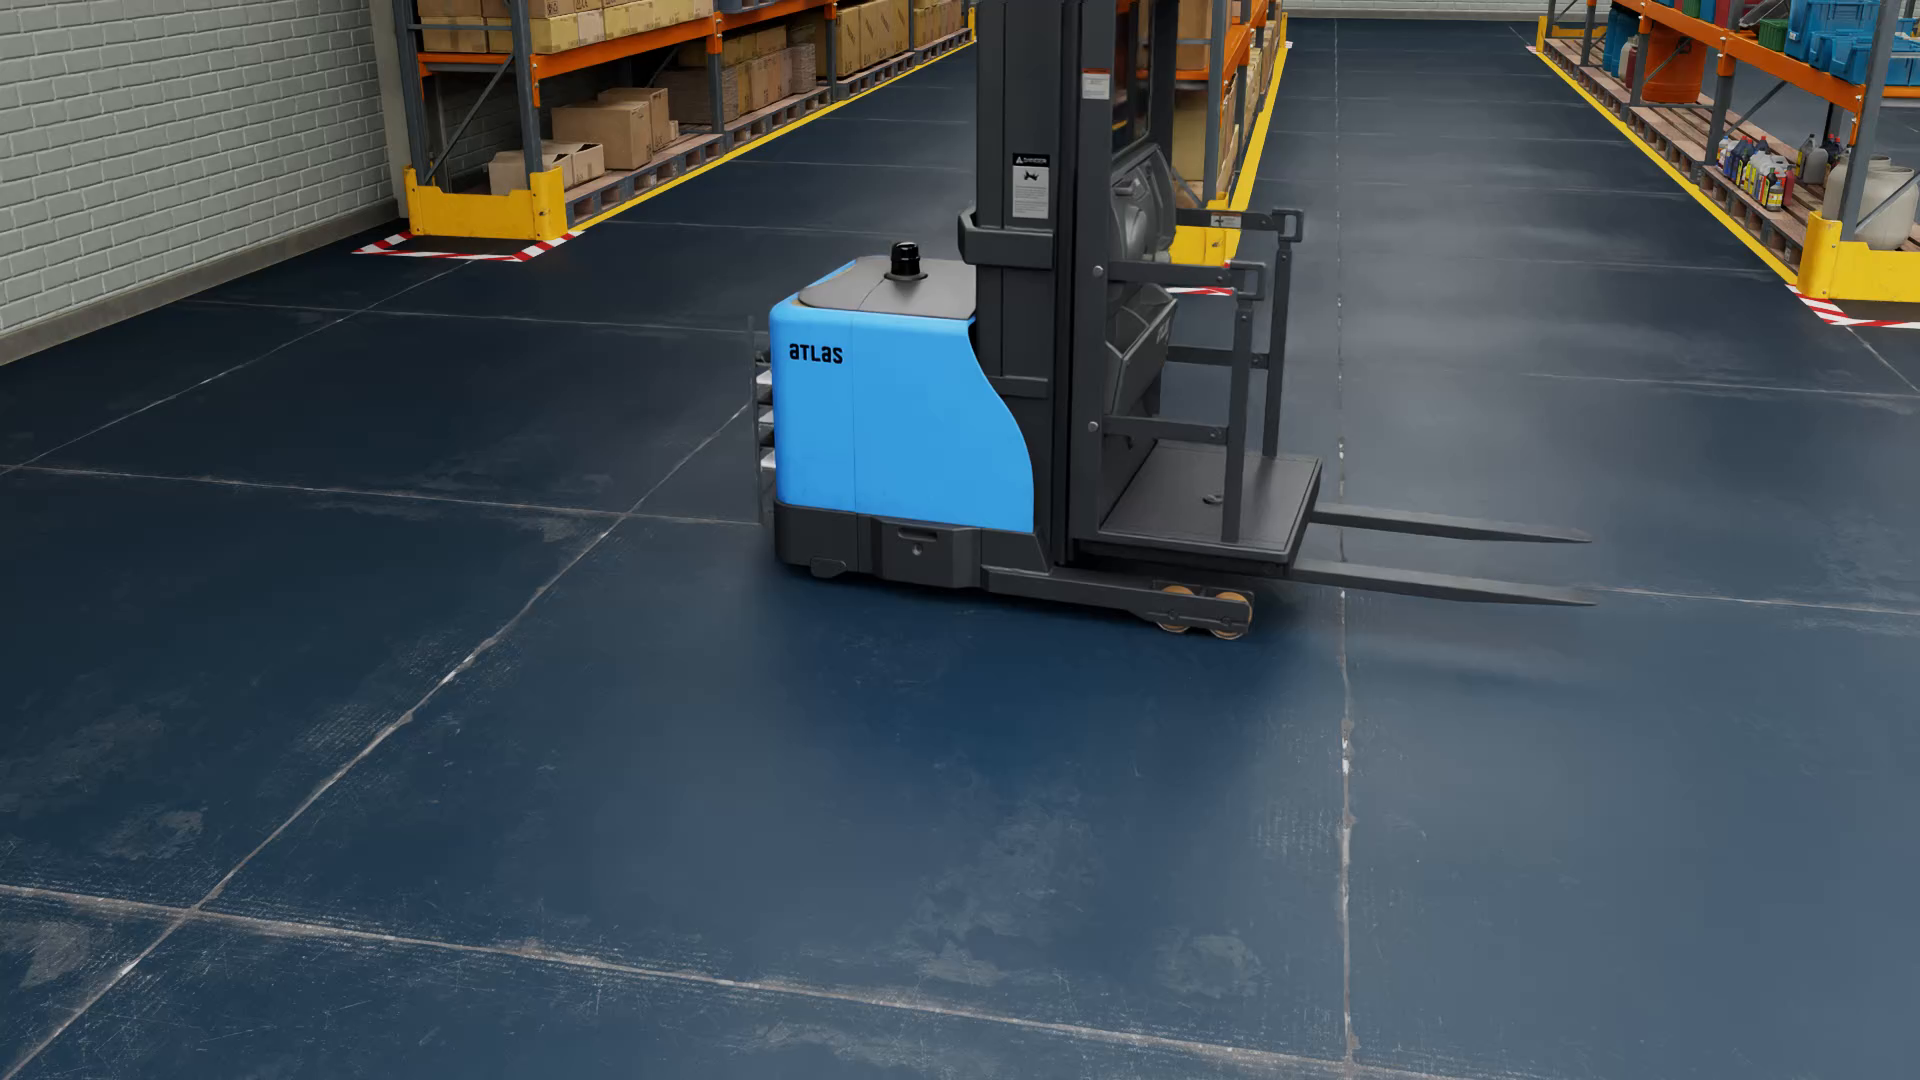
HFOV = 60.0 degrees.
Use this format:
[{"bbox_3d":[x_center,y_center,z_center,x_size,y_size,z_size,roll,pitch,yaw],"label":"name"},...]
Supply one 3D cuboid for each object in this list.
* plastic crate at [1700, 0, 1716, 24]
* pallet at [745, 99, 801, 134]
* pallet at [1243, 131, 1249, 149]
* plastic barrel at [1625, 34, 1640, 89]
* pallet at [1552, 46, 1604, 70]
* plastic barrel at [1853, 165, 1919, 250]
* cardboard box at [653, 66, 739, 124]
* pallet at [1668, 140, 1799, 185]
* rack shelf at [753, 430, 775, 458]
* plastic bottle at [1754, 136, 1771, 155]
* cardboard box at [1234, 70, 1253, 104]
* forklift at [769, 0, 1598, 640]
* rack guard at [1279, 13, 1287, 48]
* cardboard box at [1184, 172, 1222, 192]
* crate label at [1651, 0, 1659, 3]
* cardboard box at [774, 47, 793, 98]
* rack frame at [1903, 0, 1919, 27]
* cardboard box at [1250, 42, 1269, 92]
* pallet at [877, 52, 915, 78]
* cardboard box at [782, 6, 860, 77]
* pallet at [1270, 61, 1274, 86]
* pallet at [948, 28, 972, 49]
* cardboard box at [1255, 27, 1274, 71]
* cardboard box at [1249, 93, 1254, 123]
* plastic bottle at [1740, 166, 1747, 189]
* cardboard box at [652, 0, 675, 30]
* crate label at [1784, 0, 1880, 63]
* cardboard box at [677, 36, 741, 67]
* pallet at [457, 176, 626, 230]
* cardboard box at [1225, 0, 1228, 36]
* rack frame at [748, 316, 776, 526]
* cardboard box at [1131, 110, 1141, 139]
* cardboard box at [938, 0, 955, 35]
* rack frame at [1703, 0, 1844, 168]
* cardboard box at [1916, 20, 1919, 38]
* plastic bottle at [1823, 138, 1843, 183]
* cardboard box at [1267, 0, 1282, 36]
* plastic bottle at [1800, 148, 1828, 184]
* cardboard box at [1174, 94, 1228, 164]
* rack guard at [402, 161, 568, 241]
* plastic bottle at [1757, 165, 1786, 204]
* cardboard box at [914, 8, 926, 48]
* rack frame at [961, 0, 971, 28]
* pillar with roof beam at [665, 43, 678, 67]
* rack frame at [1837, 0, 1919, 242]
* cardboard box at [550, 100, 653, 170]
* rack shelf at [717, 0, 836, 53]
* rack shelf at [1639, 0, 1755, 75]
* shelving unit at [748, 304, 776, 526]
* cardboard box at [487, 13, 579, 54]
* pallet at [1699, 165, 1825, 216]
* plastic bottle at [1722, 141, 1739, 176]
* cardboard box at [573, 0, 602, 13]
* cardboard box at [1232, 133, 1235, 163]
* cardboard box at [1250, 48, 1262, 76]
[{"bbox_3d":[6.841,-4.823,14.835,0.392,0.384,0.575,4,22,11],"label":"plastic crate"},{"bbox_3d":[-2.374,-4.597,17.986,1.003,0.211,1.213,4,22,11],"label":"pallet"},{"bbox_3d":[2.431,-4.209,17.021,1.003,0.211,1.213,4,22,11],"label":"pallet"},{"bbox_3d":[8.050,-5.536,19.249,0.600,0.588,0.708,4,22,11],"label":"plastic barrel"},{"bbox_3d":[8.911,-6.755,23.343,1.003,0.211,1.213,4,22,11],"label":"pallet"},{"bbox_3d":[6.164,-2.228,11.138,0.421,0.512,0.421,0,22,0],"label":"plastic barrel"},{"bbox_3d":[-2.644,-4.473,16.703,0.700,0.500,0.500,5,23,13],"label":"cardboard box"},{"bbox_3d":[7.042,-3.400,15.013,1.003,0.211,1.213,4,22,11],"label":"pallet"},{"bbox_3d":[-0.703,-0.392,6.951,0.258,0.077,0.200,7,23,17],"label":"rack shelf"},{"bbox_3d":[6.490,-3.104,13.502,0.144,0.351,0.185,4,22,11],"label":"plastic bottle"},{"bbox_3d":[2.612,-4.466,16.295,0.500,0.311,0.500,4,22,9],"label":"cardboard box"},{"bbox_3d":[0.852,-1.225,5.972,3.031,2.935,1.130,7,23,17],"label":"forklift"},{"bbox_3d":[4.505,-7.984,26.007,1.175,0.500,0.348,4,22,11],"label":"rack guard"},{"bbox_3d":[1.681,-2.601,12.415,0.500,0.250,0.500,4,22,11],"label":"cardboard box"},{"bbox_3d":[7.284,-5.663,17.123,0.303,0.233,0.416,4,22,11],"label":"crate label"},{"bbox_3d":[-2.277,-5.219,18.554,0.700,0.500,0.500,4,22,11],"label":"cardboard box"},{"bbox_3d":[14.218,-8.414,23.731,1.000,3.000,0.127,4,22,11],"label":"rack frame"},{"bbox_3d":[3.261,-5.434,19.089,0.500,0.500,0.500,5,23,13],"label":"cardboard box"},{"bbox_3d":[-1.230,-6.503,22.717,1.003,0.211,1.213,4,22,11],"label":"pallet"},{"bbox_3d":[-1.684,-6.078,20.245,0.750,0.750,0.750,4,22,10],"label":"cardboard box"},{"bbox_3d":[3.575,-6.114,21.752,1.003,0.211,1.213,4,22,11],"label":"pallet"},{"bbox_3d":[-0.416,-7.955,26.324,1.003,0.211,1.213,4,22,11],"label":"pallet"},{"bbox_3d":[3.672,-6.187,20.957,0.500,0.500,0.500,5,22,12],"label":"cardboard box"},{"bbox_3d":[2.710,-4.393,16.864,0.500,0.250,0.500,5,22,12],"label":"cardboard box"},{"bbox_3d":[6.230,-2.875,13.134,0.097,0.201,0.097,0,22,0],"label":"plastic bottle"},{"bbox_3d":[-2.776,-4.535,14.273,0.500,0.250,0.500,4,22,11],"label":"cardboard box"},{"bbox_3d":[6.215,-3.650,11.855,0.502,0.435,0.616,4,22,11],"label":"crate label"},{"bbox_3d":[-2.558,-4.983,16.963,0.500,0.250,0.500,4,22,10],"label":"cardboard box"},{"bbox_3d":[-3.379,-2.724,13.335,1.003,0.211,1.213,4,22,11],"label":"pallet"},{"bbox_3d":[1.780,-4.289,13.355,0.700,0.500,0.500,5,22,12],"label":"cardboard box"},{"bbox_3d":[-0.735,-0.470,6.815,0.240,0.900,0.006,7,23,17],"label":"rack frame"},{"bbox_3d":[1.074,-2.805,11.919,0.500,0.500,0.500,4,22,11],"label":"cardboard box"},{"bbox_3d":[-0.477,-8.136,25.823,0.700,0.500,0.500,4,22,11],"label":"cardboard box"},{"bbox_3d":[6.920,-4.403,13.772,1.000,3.000,0.127,4,22,11],"label":"rack frame"},{"bbox_3d":[14.165,-7.383,23.453,0.875,0.875,0.875,4,22,11],"label":"cardboard box"},{"bbox_3d":[7.032,-3.051,13.371,0.144,0.351,0.185,3,22,8],"label":"plastic bottle"},{"bbox_3d":[4.651,-7.998,25.454,0.500,0.500,0.500,4,22,11],"label":"cardboard box"},{"bbox_3d":[6.882,-3.018,13.390,0.152,0.276,0.135,4,22,11],"label":"plastic bottle"},{"bbox_3d":[1.772,-3.133,12.731,0.500,0.500,0.500,4,22,11],"label":"cardboard box"},{"bbox_3d":[-3.579,-2.564,12.550,1.175,0.500,0.348,4,22,11],"label":"rack guard"},{"bbox_3d":[6.128,-2.676,12.540,0.152,0.276,0.135,5,22,11],"label":"plastic bottle"},{"bbox_3d":[-0.893,-7.385,23.960,0.700,0.500,0.500,5,22,12],"label":"cardboard box"},{"bbox_3d":[-0.330,-9.547,26.544,1.000,3.000,0.127,4,22,11],"label":"rack frame"},{"bbox_3d":[1.140,-8.666,16.327,9.100,9.000,0.400,4,22,11],"label":"pillar with roof beam"},{"bbox_3d":[6.104,-2.940,10.139,1.000,3.000,0.127,4,22,11],"label":"rack frame"},{"bbox_3d":[-3.050,-3.459,14.185,0.700,0.500,0.500,3,22,8],"label":"cardboard box"},{"bbox_3d":[-2.370,-5.556,17.597,1.077,0.370,4.000,4,22,11],"label":"rack shelf"},{"bbox_3d":[7.328,-4.801,15.722,1.077,0.370,4.000,4,22,11],"label":"rack shelf"},{"bbox_3d":[-0.704,-0.507,6.905,0.258,0.900,0.210,7,23,17],"label":"shelving unit"},{"bbox_3d":[-3.184,-3.790,12.422,0.500,0.250,0.500,4,22,9],"label":"cardboard box"},{"bbox_3d":[6.742,-2.867,13.690,1.003,0.211,1.213,4,22,11],"label":"pallet"},{"bbox_3d":[6.387,-3.140,13.693,0.152,0.276,0.135,5,23,13],"label":"plastic bottle"},{"bbox_3d":[-3.092,-4.315,12.722,0.500,0.500,0.500,5,22,11],"label":"cardboard box"},{"bbox_3d":[2.080,-3.333,14.233,0.500,0.250,0.500,4,22,11],"label":"cardboard box"},{"bbox_3d":[3.022,-5.214,18.153,0.500,0.311,0.500,5,22,12],"label":"cardboard box"}]
